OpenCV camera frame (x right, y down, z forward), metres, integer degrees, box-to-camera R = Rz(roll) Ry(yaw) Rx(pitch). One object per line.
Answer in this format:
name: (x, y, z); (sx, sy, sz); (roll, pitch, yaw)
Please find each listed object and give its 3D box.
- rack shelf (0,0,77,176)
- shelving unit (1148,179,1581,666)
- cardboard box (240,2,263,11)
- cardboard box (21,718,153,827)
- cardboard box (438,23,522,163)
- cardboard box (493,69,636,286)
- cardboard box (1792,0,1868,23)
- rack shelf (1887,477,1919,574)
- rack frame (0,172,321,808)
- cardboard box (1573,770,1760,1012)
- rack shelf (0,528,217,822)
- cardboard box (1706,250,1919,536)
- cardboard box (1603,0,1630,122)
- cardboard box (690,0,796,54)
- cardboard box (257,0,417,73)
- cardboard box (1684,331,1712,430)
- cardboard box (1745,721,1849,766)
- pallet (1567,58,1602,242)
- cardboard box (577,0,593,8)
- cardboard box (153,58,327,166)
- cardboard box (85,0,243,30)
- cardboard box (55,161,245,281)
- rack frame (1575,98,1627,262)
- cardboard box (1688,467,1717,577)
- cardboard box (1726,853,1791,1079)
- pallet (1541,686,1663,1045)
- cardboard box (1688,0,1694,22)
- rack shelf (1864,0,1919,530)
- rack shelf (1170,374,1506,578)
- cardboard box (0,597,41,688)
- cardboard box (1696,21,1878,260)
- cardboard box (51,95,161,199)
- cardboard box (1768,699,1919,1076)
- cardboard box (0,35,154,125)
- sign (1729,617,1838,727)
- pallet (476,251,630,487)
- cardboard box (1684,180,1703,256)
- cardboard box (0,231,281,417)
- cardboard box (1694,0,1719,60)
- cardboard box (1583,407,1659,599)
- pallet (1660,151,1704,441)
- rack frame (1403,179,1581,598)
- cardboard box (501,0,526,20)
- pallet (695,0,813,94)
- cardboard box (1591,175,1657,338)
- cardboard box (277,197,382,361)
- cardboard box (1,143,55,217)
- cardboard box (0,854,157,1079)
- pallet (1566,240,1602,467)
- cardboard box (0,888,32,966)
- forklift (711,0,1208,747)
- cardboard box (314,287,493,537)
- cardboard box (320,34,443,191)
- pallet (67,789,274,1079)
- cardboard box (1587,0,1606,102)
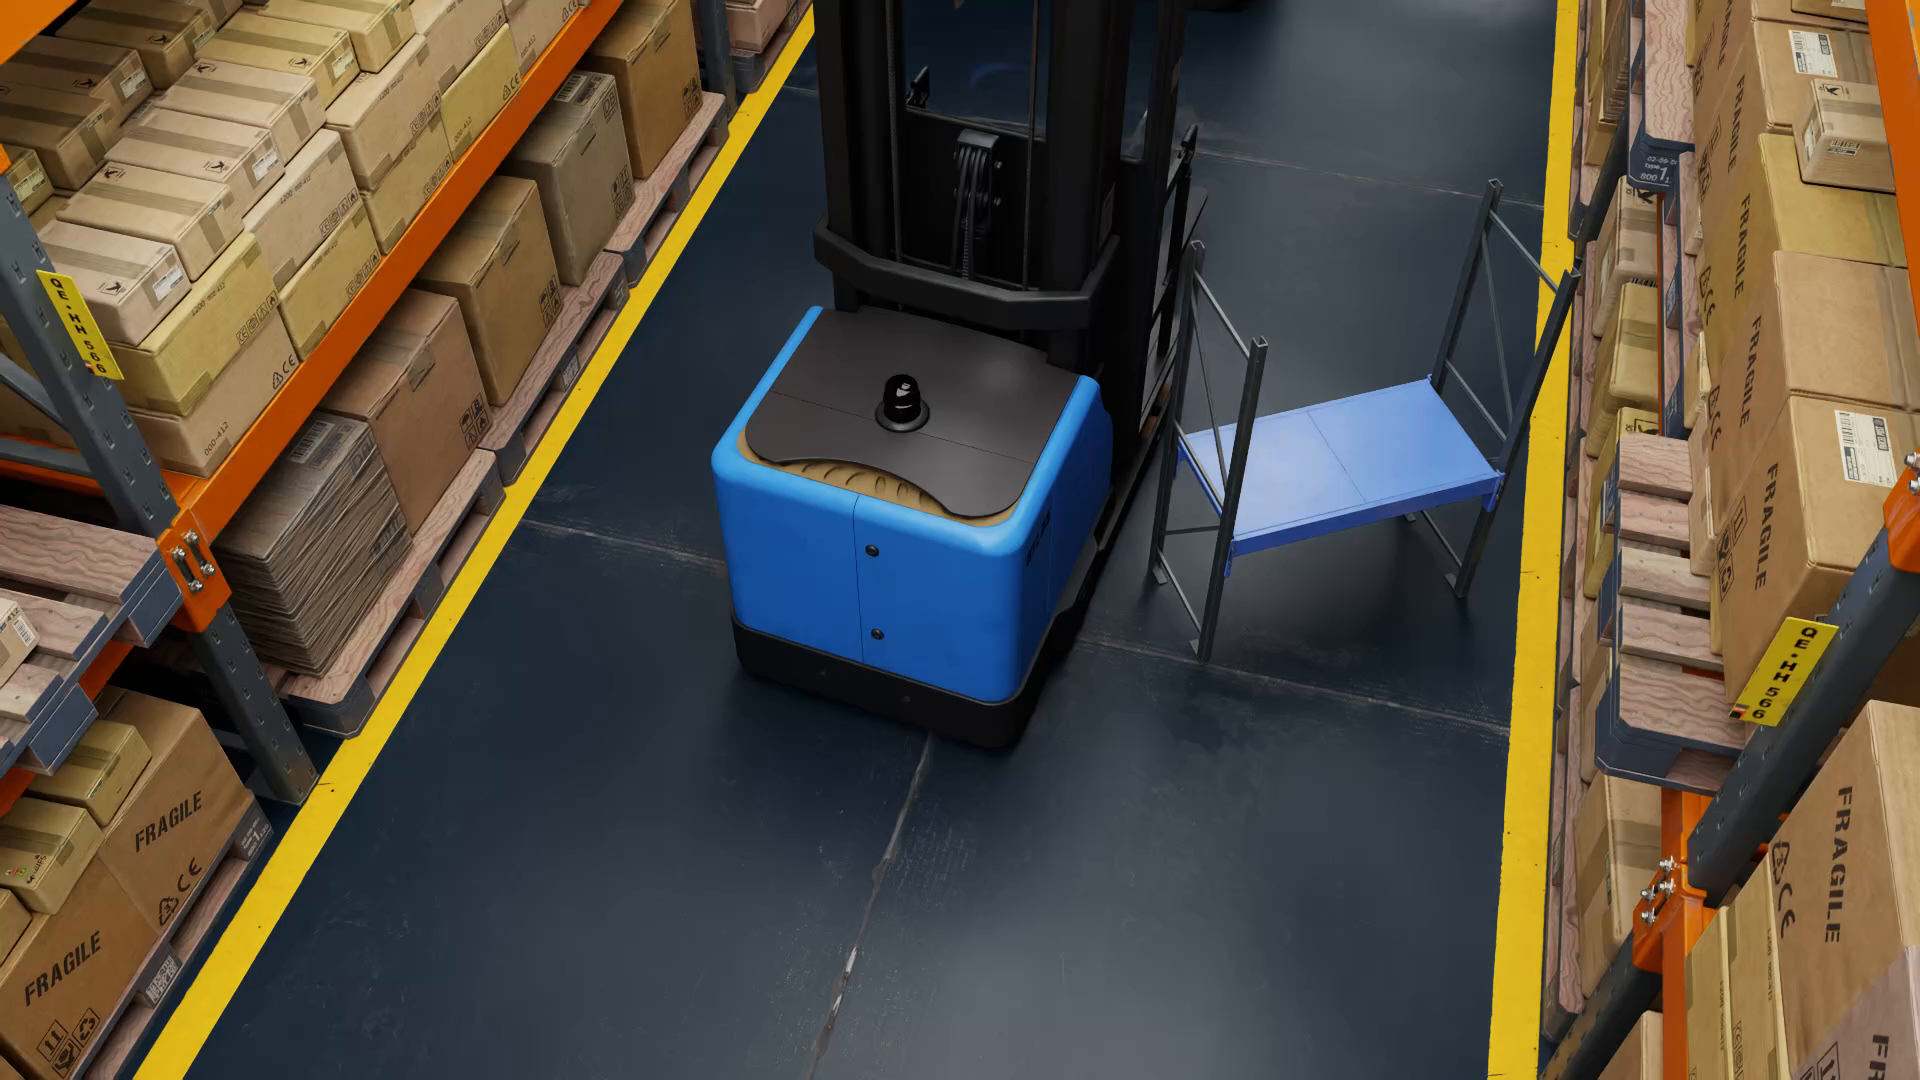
rack shelf: (-2.106, -2.455, 4.895); (1.077, 0.370, 4.000); (12, 50, 10)
shelving unit: (1.273, -0.350, 5.559); (1.048, 1.500, 0.538); (-13, 50, -12)
cardboard box: (-2.375, -1.844, 5.643); (0.500, 0.250, 0.500); (11, 49, 9)
cardboard box: (-2.518, 0.627, 4.651); (0.380, 0.149, 0.250); (9, 49, 8)
cardboard box: (-1.875, -1.589, 5.752); (0.500, 0.250, 0.500); (13, 50, 11)
cardboard box: (-1.917, -1.561, 6.931); (0.875, 0.625, 0.625); (11, 50, 10)
cardboard box: (2.559, -1.579, 4.665); (0.380, 0.149, 0.250); (14, 50, 12)
rack shelf: (1.631, 1.415, 1.480); (1.077, 0.370, 4.000); (12, 50, 10)
rack frame: (-2.632, -0.254, 4.474); (1.000, 3.000, 0.127); (12, 50, 10)
cardboard box: (2.316, 1.047, 4.798); (0.950, 0.372, 0.625); (9, 49, 7)
rack shelf: (-3.158, 1.431, 3.467); (1.077, 0.370, 4.000); (12, 50, 10)
cardboard box: (2.135, -0.308, 3.976); (0.500, 0.500, 0.500); (11, 49, 9)
cardboard box: (3.107, -2.129, 7.182); (0.500, 0.500, 0.500); (11, 49, 10)
cardboard box: (-1.133, -2.661, 8.152); (0.500, 0.250, 0.500); (12, 50, 10)
cardboard box: (-1.934, -1.610, 5.171); (0.380, 0.149, 0.250); (13, 50, 11)
cardboard box: (2.174, -0.398, 4.488); (0.380, 0.149, 0.250); (12, 50, 11)
cardboard box: (2.017, 0.383, 3.798); (0.380, 0.149, 0.250); (13, 50, 11)
pallet: (3.353, -1.741, 7.645); (1.003, 0.211, 1.213); (12, 50, 10)
cardboard box: (-1.586, -2.317, 6.394); (0.500, 0.250, 0.500); (11, 50, 10)
cardboard box: (-2.095, -1.250, 4.853); (0.380, 0.149, 0.250); (12, 50, 10)
cardboard box: (-2.527, -1.726, 5.273); (0.380, 0.149, 0.250); (11, 49, 9)
cardboard box: (-2.195, -0.868, 4.516); (0.380, 0.149, 0.250); (13, 50, 11)
rack frame: (3.210, -2.171, 6.165); (1.000, 3.000, 0.127); (12, 50, 10)
cardboard box: (2.041, -0.016, 4.151); (0.380, 0.149, 0.250); (11, 50, 10)
cardboard box: (1.786, 0.925, 3.200); (0.500, 0.250, 0.500); (11, 50, 10)
pallet: (2.365, 1.081, 5.156); (1.003, 0.211, 1.213); (12, 50, 10)
cardboard box: (2.760, -1.889, 5.804); (0.380, 0.149, 0.250); (12, 50, 11)
rack shelf: (2.684, -1.478, 4.033); (1.077, 0.370, 4.000); (12, 50, 10)
rack shelf: (1.273, -0.231, 5.693); (1.000, 0.185, 0.538); (-13, 50, -12)
cardboard box: (-2.435, 0.241, 3.924); (0.380, 0.149, 0.250); (12, 50, 11)
cardboard box: (2.411, -1.067, 4.646); (0.500, 0.500, 0.500); (10, 49, 8)
cardboard box: (-2.649, -1.120, 5.004); (0.500, 0.250, 0.500); (12, 50, 10)
cardboard box: (1.792, 0.667, 2.927); (0.500, 0.500, 0.500); (10, 49, 9)
cardboard box: (-2.656, -1.355, 4.946); (0.380, 0.149, 0.250); (11, 49, 9)
sign: (1.632, 0.266, 3.296); (0.100, 0.325, 0.005); (12, 50, 10)
pallet: (-2.055, -0.799, 6.814); (1.003, 0.211, 1.213); (12, 50, 10)
cardboard box: (2.390, -0.952, 4.977); (0.380, 0.149, 0.250); (13, 50, 11)
cardboard box: (-2.255, -0.638, 4.579); (0.500, 0.250, 0.500); (12, 50, 10)
cardboard box: (2.679, -1.796, 5.289); (0.500, 0.500, 0.500); (12, 50, 10)
cardboard box: (2.707, -0.036, 5.754); (0.950, 0.372, 0.625); (13, 50, 11)
pallet: (2.639, -0.654, 4.954); (1.003, 0.211, 1.213); (12, 50, 10)
rack frame: (1.758, -0.465, 5.660); (0.032, 1.500, 0.500); (-13, 50, -12)
cardboard box: (-1.730, -2.115, 5.883); (0.500, 0.250, 0.500); (12, 50, 11)
pallet: (-1.330, -2.792, 8.573); (1.003, 0.211, 1.213); (12, 50, 10)
cardboard box: (3.075, -1.060, 6.658); (0.950, 0.372, 0.625); (12, 50, 11)
cardboard box: (-2.142, -0.840, 5.091); (0.500, 0.250, 0.500); (11, 49, 9)
cardboard box: (-2.781, -0.988, 4.622); (0.380, 0.149, 0.250); (13, 50, 11)
cardboard box: (-2.678, 1.142, 4.628); (0.500, 0.500, 0.500); (11, 49, 9)
pallet: (3.007, -0.684, 6.713); (1.003, 0.211, 1.213); (12, 50, 10)
cardboard box: (-2.671, 1.012, 4.311); (0.380, 0.149, 0.250); (10, 49, 9)
forklift: (0.227, -1.407, 5.537); (1.130, 2.935, 3.031); (16, 51, 14)
cardboard box: (-2.290, -0.530, 6.021); (0.875, 0.625, 0.625); (13, 50, 11)
cardboard box: (-1.991, -1.380, 5.234); (0.500, 0.250, 0.500); (10, 49, 9)
pallet: (-2.865, 1.201, 5.049); (1.003, 0.211, 1.213); (12, 50, 10)
cardboard box: (3.237, -2.267, 7.804); (0.500, 0.250, 0.500); (10, 49, 9)
